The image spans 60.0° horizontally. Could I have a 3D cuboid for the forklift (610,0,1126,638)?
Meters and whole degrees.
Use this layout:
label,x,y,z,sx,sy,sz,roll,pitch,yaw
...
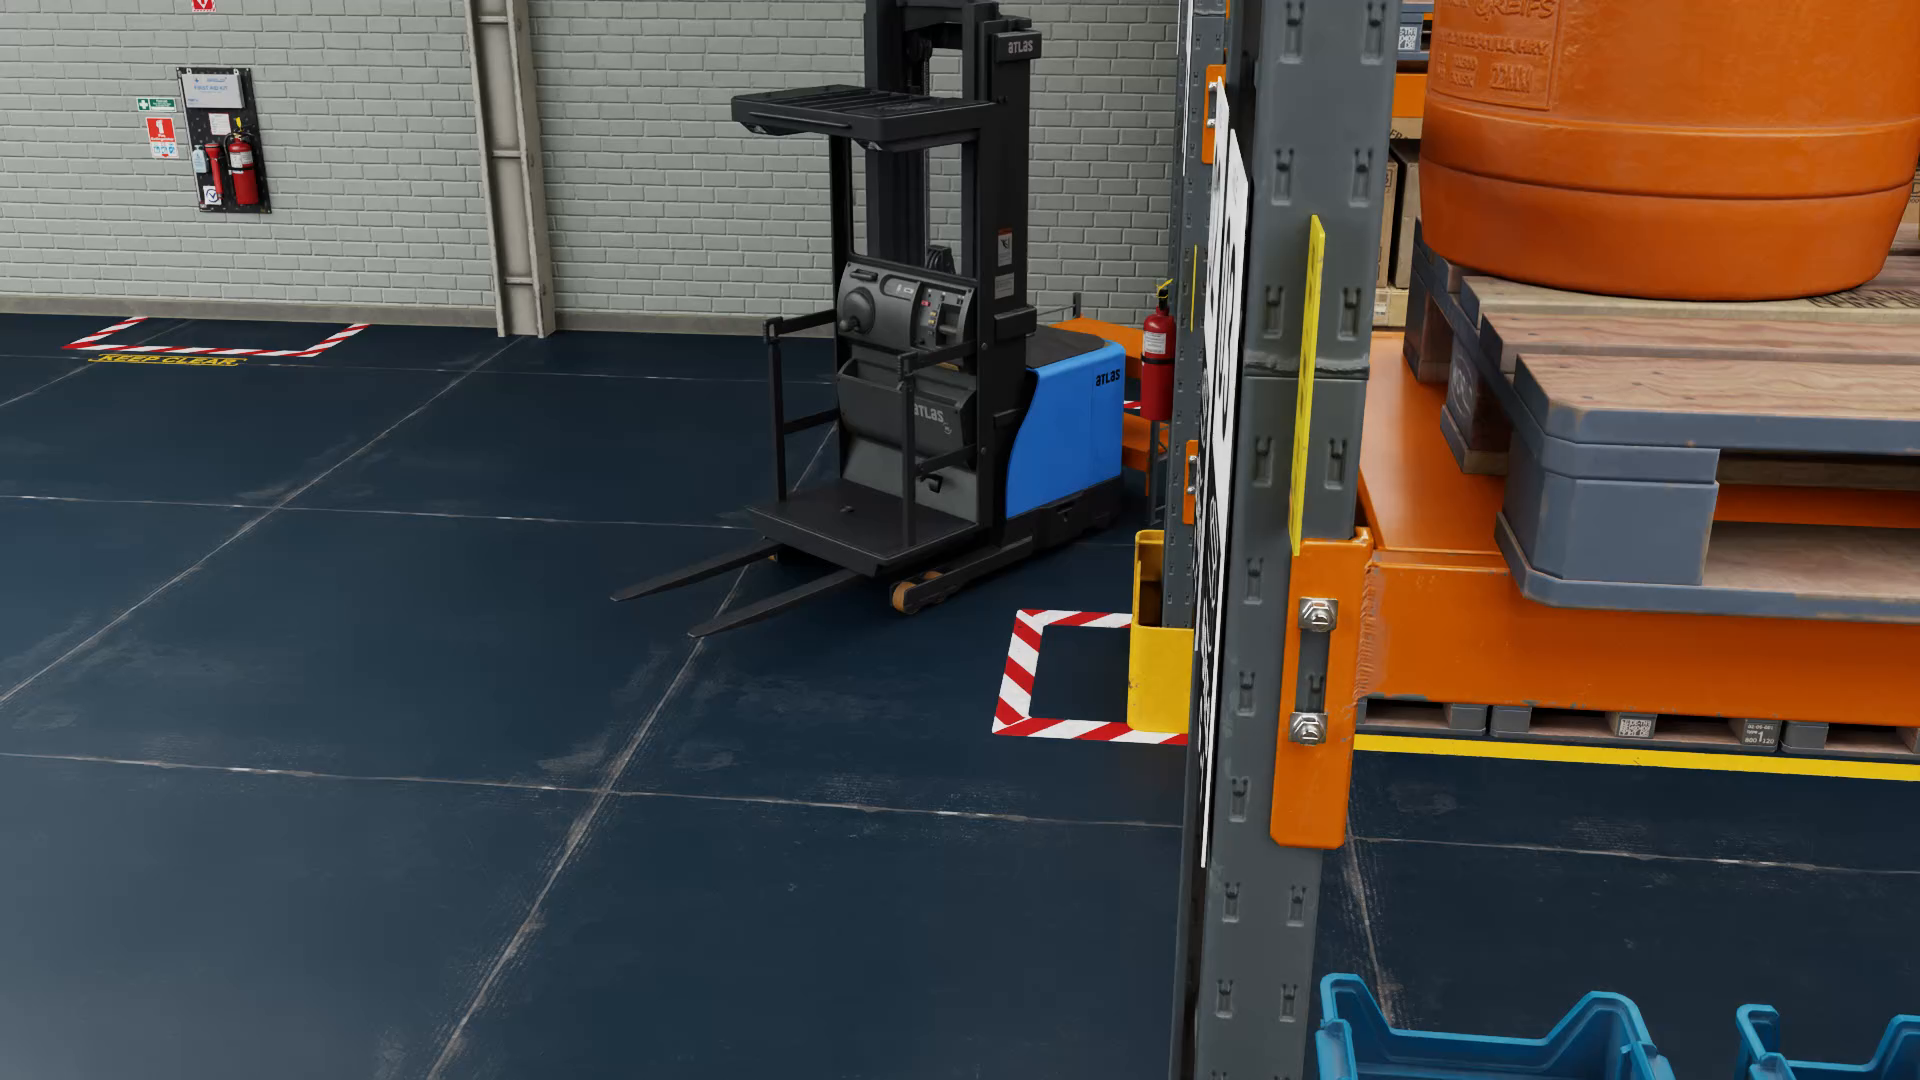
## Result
label,x,y,z,sx,sy,sz,roll,pitch,yaw
forklift,-0.432,-1.195,8.476,1.130,2.935,3.031,19,29,40

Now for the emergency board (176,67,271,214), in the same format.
label,x,y,z,sx,sy,sz,roll,pitch,yaw
emergency board,-6.033,-3.236,13.544,0.643,1.169,0.194,2,22,6

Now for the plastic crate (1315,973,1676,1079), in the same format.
label,x,y,z,sx,sy,sz,roll,pitch,yaw
plastic crate,0.944,1.029,2.960,0.616,0.251,0.499,2,22,6

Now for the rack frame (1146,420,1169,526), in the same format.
label,x,y,z,sx,sy,sz,roll,pitch,yaw
rack frame,1.272,-0.673,9.612,0.500,1.125,0.032,-20,29,-41

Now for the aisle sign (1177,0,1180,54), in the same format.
label,x,y,z,sx,sy,sz,roll,pitch,yaw
aisle sign,1.471,-3.672,11.113,0.004,0.787,0.394,2,22,6

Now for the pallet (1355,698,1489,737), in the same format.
label,x,y,z,sx,sy,sz,roll,pitch,yaw
pallet,1.763,0.554,7.752,1.213,0.211,1.003,2,22,6

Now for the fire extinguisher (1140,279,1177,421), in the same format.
label,x,y,z,sx,sy,sz,roll,pitch,yaw
fire extinguisher,0.936,-0.900,7.741,0.183,0.674,0.296,2,22,6

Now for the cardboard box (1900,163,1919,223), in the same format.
label,x,y,z,sx,sy,sz,roll,pitch,yaw
cardboard box,3.530,-1.298,6.742,0.500,0.500,0.700,2,22,6

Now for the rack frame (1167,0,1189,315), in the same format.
label,x,y,z,sx,sy,sz,roll,pitch,yaw
rack frame,1.578,-2.570,11.860,0.127,3.000,1.000,2,22,6

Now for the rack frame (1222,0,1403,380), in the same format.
label,x,y,z,sx,sy,sz,roll,pitch,yaw
rack frame,0.412,-1.743,1.608,0.127,3.000,1.000,2,22,6

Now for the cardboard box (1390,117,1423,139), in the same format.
label,x,y,z,sx,sy,sz,roll,pitch,yaw
cardboard box,3.018,-2.678,11.290,0.500,0.500,0.500,2,22,5

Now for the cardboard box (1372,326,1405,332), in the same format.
label,x,y,z,sx,sy,sz,roll,pitch,yaw
cardboard box,1.982,-0.762,7.150,0.500,0.500,0.700,3,22,8

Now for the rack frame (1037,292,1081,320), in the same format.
label,x,y,z,sx,sy,sz,roll,pitch,yaw
rack frame,0.558,-0.940,10.286,0.500,1.125,0.032,-20,29,-41

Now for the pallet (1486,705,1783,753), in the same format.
label,x,y,z,sx,sy,sz,roll,pitch,yaw
pallet,2.971,0.607,7.617,1.213,0.211,1.003,2,22,6

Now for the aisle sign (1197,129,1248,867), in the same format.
label,x,y,z,sx,sy,sz,roll,pitch,yaw
aisle sign,0.306,-0.058,1.970,0.004,0.787,0.394,2,22,6

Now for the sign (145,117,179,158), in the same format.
label,x,y,z,sx,sy,sz,roll,pitch,yaw
sign,-6.570,-3.314,13.694,0.234,0.329,0.001,2,22,6

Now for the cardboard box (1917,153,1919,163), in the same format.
label,x,y,z,sx,sy,sz,roll,pitch,yaw
cardboard box,4.027,-1.276,6.687,0.500,0.500,0.700,2,22,6

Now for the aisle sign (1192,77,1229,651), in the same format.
label,x,y,z,sx,sy,sz,roll,pitch,yaw
aisle sign,0.375,-0.273,2.515,0.004,0.787,0.394,2,22,6

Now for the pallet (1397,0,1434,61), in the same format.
label,x,y,z,sx,sy,sz,roll,pitch,yaw
pallet,1.697,-2.075,6.648,1.213,0.211,1.003,2,22,6

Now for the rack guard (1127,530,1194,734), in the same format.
label,x,y,z,sx,sy,sz,roll,pitch,yaw
rack guard,0.974,0.400,7.747,0.348,0.500,1.175,2,22,6

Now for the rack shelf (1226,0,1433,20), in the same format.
label,x,y,z,sx,sy,sz,roll,pitch,yaw
rack shelf,3.564,-3.544,11.222,4.000,0.370,1.077,2,22,6

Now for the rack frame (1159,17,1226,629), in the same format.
label,x,y,z,sx,sy,sz,roll,pitch,yaw
rack frame,0.998,-0.761,7.285,0.127,3.000,1.000,2,22,6

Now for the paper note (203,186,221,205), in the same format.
label,x,y,z,sx,sy,sz,roll,pitch,yaw
paper note,-6.201,-2.859,13.790,0.142,0.148,0.016,2,22,6

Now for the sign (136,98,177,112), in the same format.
label,x,y,z,sx,sy,sz,roll,pitch,yaw
sign,-6.567,-3.557,13.588,0.331,0.109,0.001,2,22,6

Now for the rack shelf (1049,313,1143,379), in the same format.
label,x,y,z,sx,sy,sz,roll,pitch,yaw
rack shelf,0.915,-1.079,9.841,0.538,0.278,1.000,-20,29,-41

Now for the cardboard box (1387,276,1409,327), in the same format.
label,x,y,z,sx,sy,sz,roll,pitch,yaw
cardboard box,1.873,-0.992,6.850,0.250,0.149,0.380,3,22,7

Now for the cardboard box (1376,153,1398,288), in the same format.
label,x,y,z,sx,sy,sz,roll,pitch,yaw
cardboard box,1.513,-1.384,6.959,0.500,0.500,0.700,3,22,6

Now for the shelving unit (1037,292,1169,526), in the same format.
label,x,y,z,sx,sy,sz,roll,pitch,yaw
shelving unit,0.915,-0.806,9.949,0.538,1.125,1.048,-20,29,-41

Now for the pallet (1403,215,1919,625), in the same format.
label,x,y,z,sx,sy,sz,roll,pitch,yaw
pallet,1.222,-0.188,2.013,1.213,0.211,1.003,2,22,6

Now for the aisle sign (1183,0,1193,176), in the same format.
label,x,y,z,sx,sy,sz,roll,pitch,yaw
aisle sign,0.897,-1.861,6.531,0.004,0.787,0.394,2,22,6

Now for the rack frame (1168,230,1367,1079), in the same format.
label,x,y,z,sx,sy,sz,roll,pitch,yaw
rack frame,0.412,1.047,2.711,0.127,3.000,1.000,2,22,6

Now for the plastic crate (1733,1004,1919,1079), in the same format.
label,x,y,z,sx,sy,sz,roll,pitch,yaw
plastic crate,1.588,1.059,2.883,0.408,0.251,0.499,2,22,6

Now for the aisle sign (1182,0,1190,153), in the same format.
label,x,y,z,sx,sy,sz,roll,pitch,yaw
aisle sign,0.968,-2.080,7.085,0.004,0.787,0.394,2,22,6

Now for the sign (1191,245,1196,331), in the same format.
label,x,y,z,sx,sy,sz,roll,pitch,yaw
sign,0.927,-0.998,6.599,0.005,0.325,0.100,2,22,6

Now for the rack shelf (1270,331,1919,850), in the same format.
label,x,y,z,sx,sy,sz,roll,pitch,yaw
rack shelf,2.398,0.073,2.073,4.000,0.370,1.077,2,22,6

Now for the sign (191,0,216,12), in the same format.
label,x,y,z,sx,sy,sz,roll,pitch,yaw
sign,-6.030,-4.350,13.211,0.199,0.298,0.001,2,22,6

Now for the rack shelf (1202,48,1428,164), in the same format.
label,x,y,z,sx,sy,sz,roll,pitch,yaw
rack shelf,2.984,-1.735,6.647,4.000,0.370,1.077,2,22,6

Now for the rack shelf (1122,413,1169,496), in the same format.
label,x,y,z,sx,sy,sz,roll,pitch,yaw
rack shelf,0.915,-0.579,10.038,0.538,0.278,1.000,-20,29,-41

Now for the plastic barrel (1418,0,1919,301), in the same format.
label,x,y,z,sx,sy,sz,roll,pitch,yaw
plastic barrel,0.909,-0.768,2.067,0.708,0.830,0.600,2,22,6

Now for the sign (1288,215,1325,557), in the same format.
label,x,y,z,sx,sy,sz,roll,pitch,yaw
sign,0.343,-0.151,1.650,0.005,0.325,0.100,2,22,6

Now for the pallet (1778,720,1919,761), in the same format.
label,x,y,z,sx,sy,sz,roll,pitch,yaw
pallet,4.186,0.659,7.485,1.213,0.211,1.003,2,22,6

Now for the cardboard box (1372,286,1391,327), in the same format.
label,x,y,z,sx,sy,sz,roll,pitch,yaw
cardboard box,1.625,-1.003,6.879,0.250,0.149,0.380,2,22,5

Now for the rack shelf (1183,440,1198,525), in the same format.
label,x,y,z,sx,sy,sz,roll,pitch,yaw
rack shelf,2.984,-0.340,7.198,4.000,0.370,1.077,2,22,6

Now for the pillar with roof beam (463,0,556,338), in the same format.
label,x,y,z,sx,sy,sz,roll,pitch,yaw
pillar with roof beam,-4.090,-4.333,8.160,0.400,9.000,9.100,2,22,6

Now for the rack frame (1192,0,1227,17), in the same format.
label,x,y,z,sx,sy,sz,roll,pitch,yaw
rack frame,0.998,-3.551,6.182,0.127,3.000,1.000,2,22,6

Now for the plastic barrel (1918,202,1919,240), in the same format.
label,x,y,z,sx,sy,sz,roll,pitch,yaw
plastic barrel,1.559,-0.627,2.040,0.600,0.588,0.600,0,22,0

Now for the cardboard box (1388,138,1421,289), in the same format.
label,x,y,z,sx,sy,sz,roll,pitch,yaw
cardboard box,2.036,-1.363,6.907,0.500,0.500,0.700,2,22,5
